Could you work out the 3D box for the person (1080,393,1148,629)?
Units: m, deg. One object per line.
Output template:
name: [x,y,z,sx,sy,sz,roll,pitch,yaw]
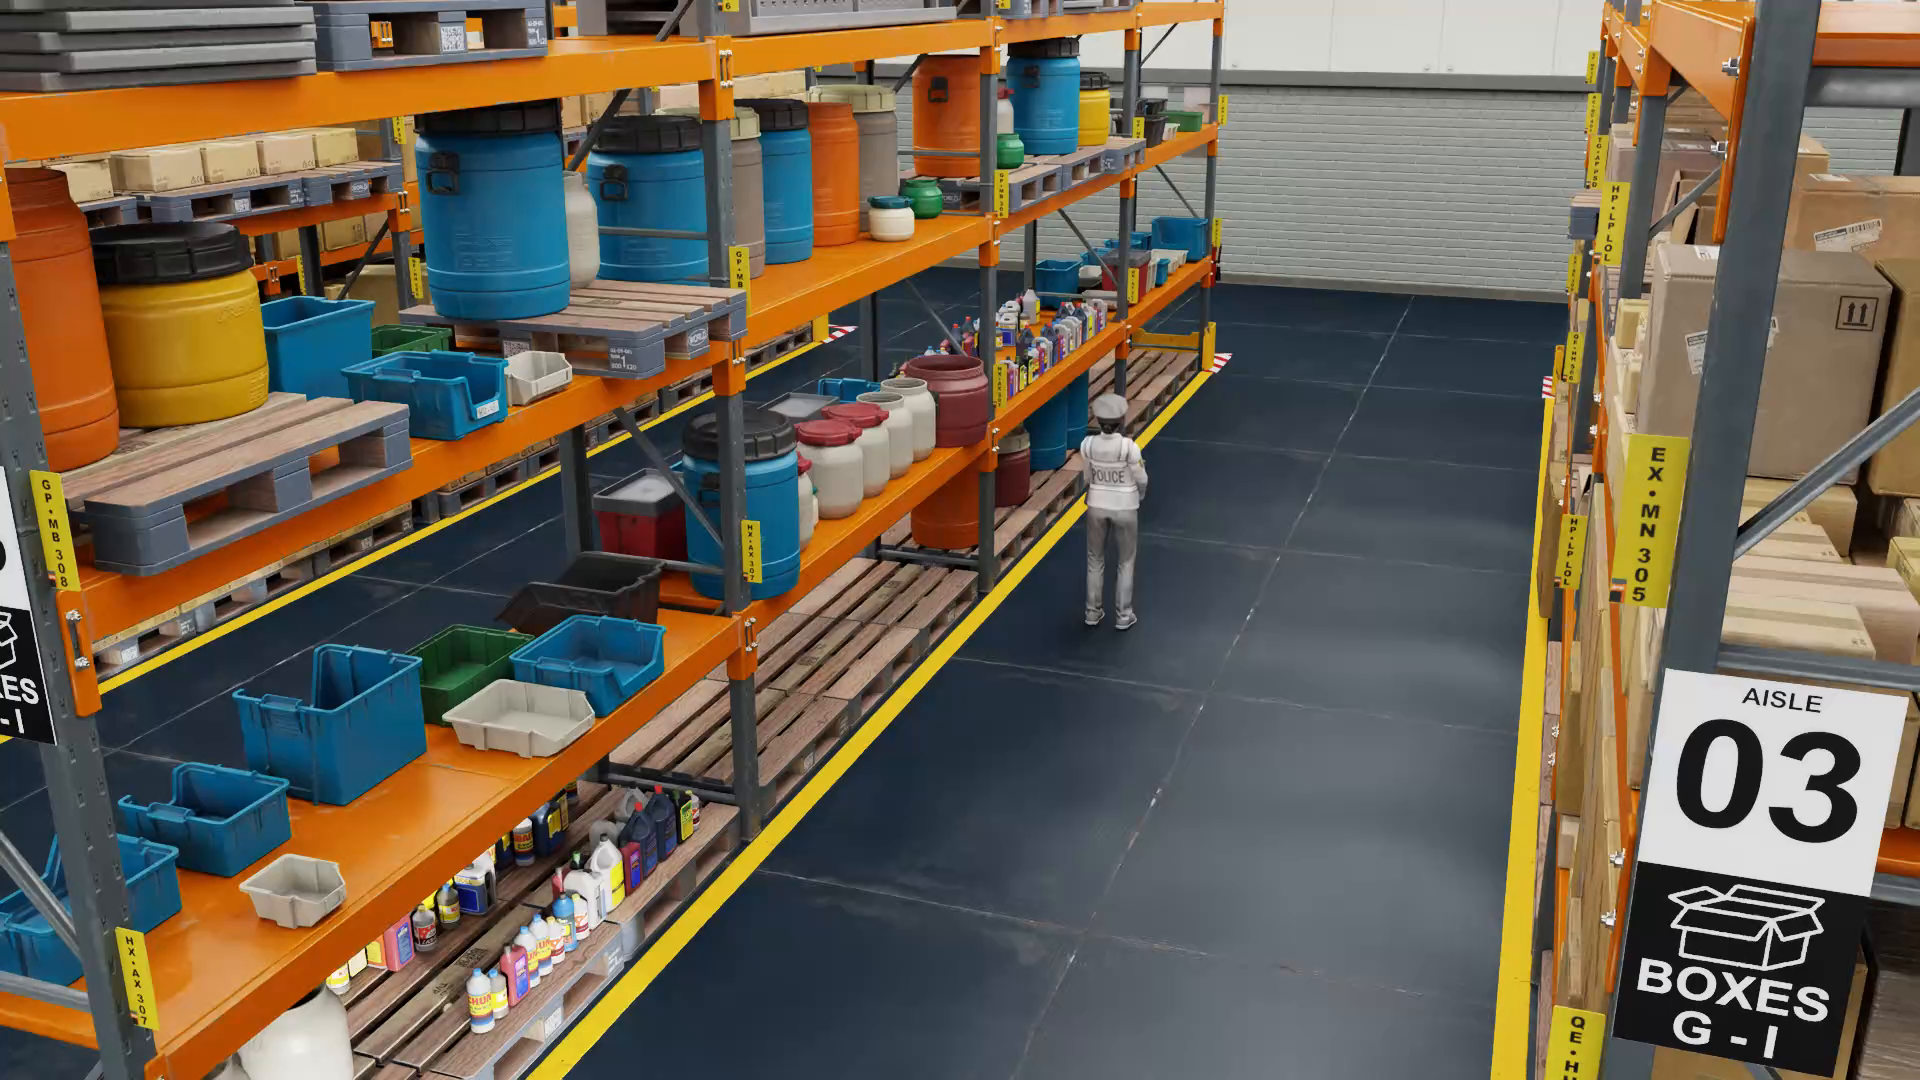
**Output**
person: [1.086,-0.220,11.674,0.459,1.686,0.553,7,20,19]
